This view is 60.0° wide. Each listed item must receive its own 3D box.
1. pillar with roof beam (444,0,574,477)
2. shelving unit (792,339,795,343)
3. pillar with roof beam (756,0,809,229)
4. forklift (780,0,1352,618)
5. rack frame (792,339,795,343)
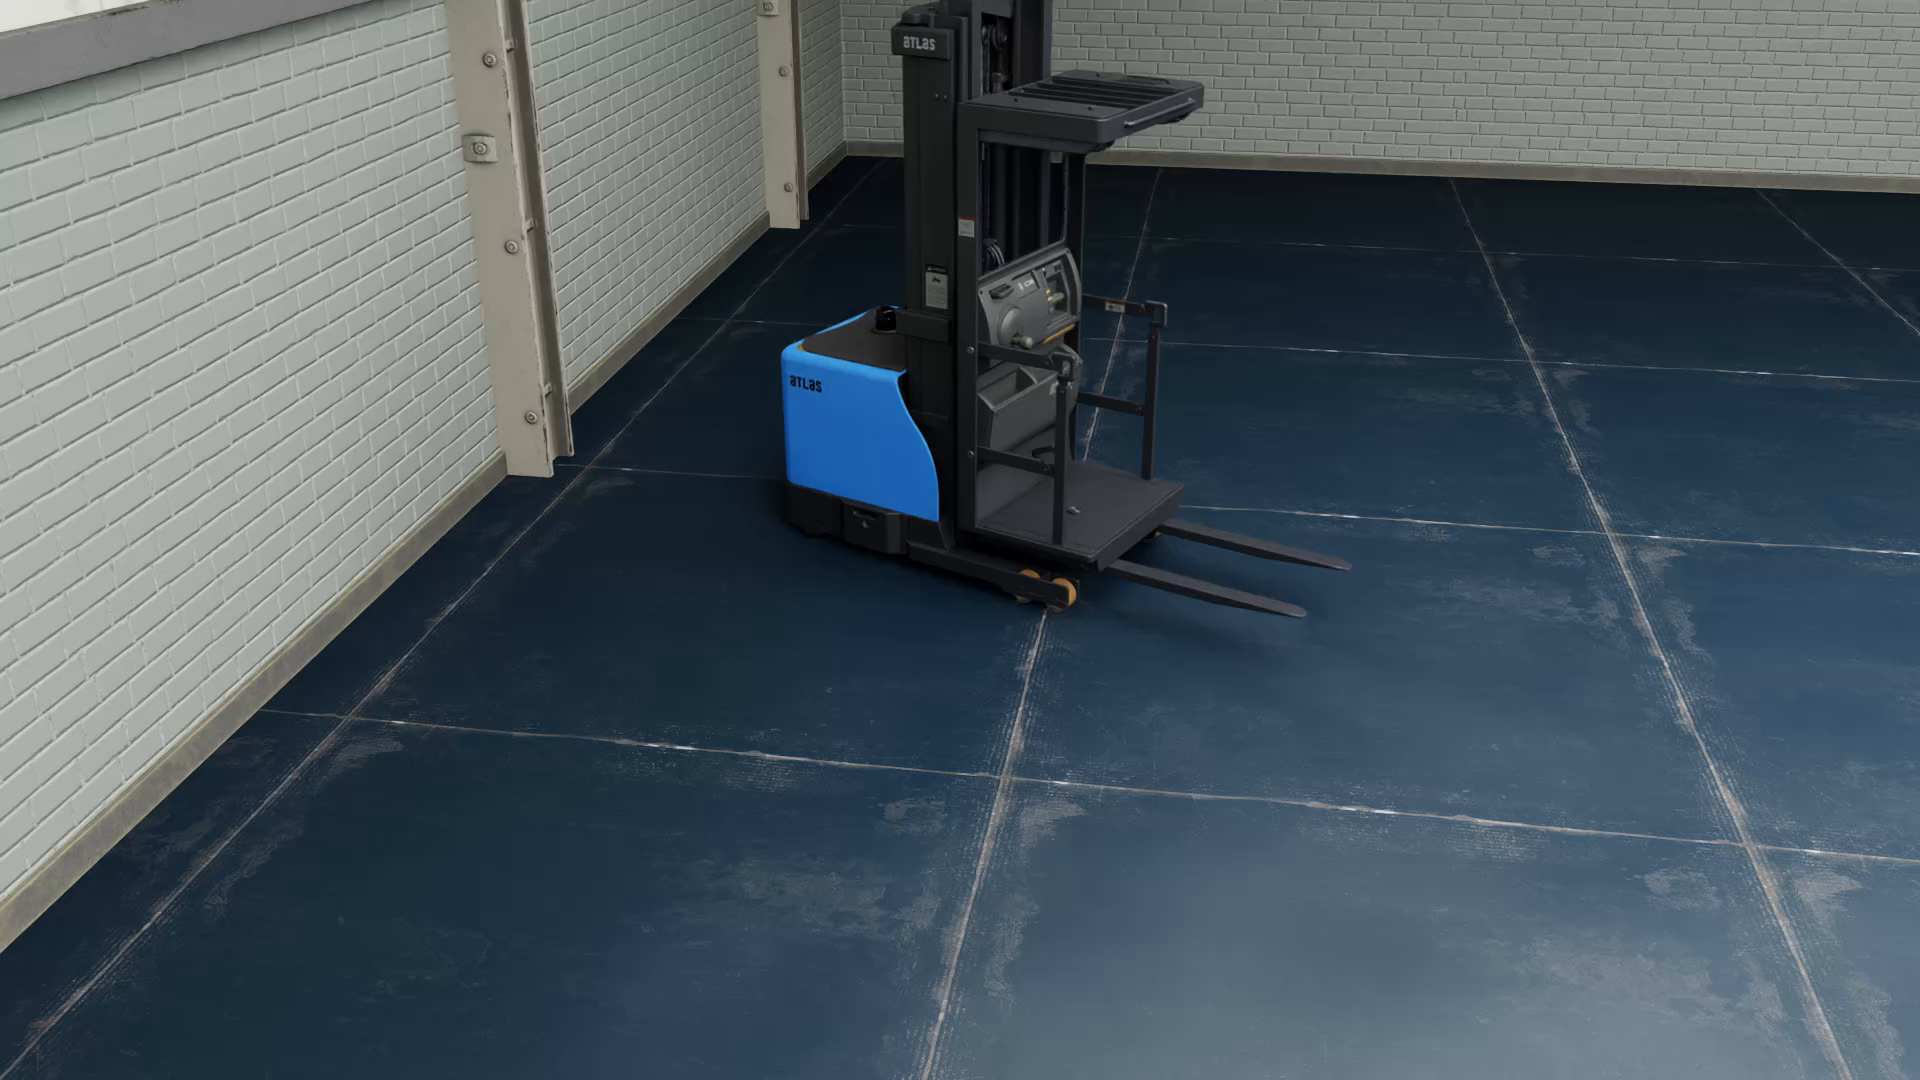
[{"bbox_3d":[1.650,-4.250,7.714,9.100,9.000,0.400,4,25,9],"label":"pillar with roof beam"},{"bbox_3d":[-0.812,-0.737,9.762,0.210,0.900,0.258,-17,30,-32],"label":"shelving unit"},{"bbox_3d":[2.631,-6.759,13.075,9.100,9.000,0.400,4,25,9],"label":"pillar with roof beam"},{"bbox_3d":[0.537,-1.220,8.399,3.031,2.935,1.130,15,29,29],"label":"forklift"},{"bbox_3d":[-0.895,-0.712,9.708,0.006,0.900,0.240,-17,30,-32],"label":"rack frame"}]
